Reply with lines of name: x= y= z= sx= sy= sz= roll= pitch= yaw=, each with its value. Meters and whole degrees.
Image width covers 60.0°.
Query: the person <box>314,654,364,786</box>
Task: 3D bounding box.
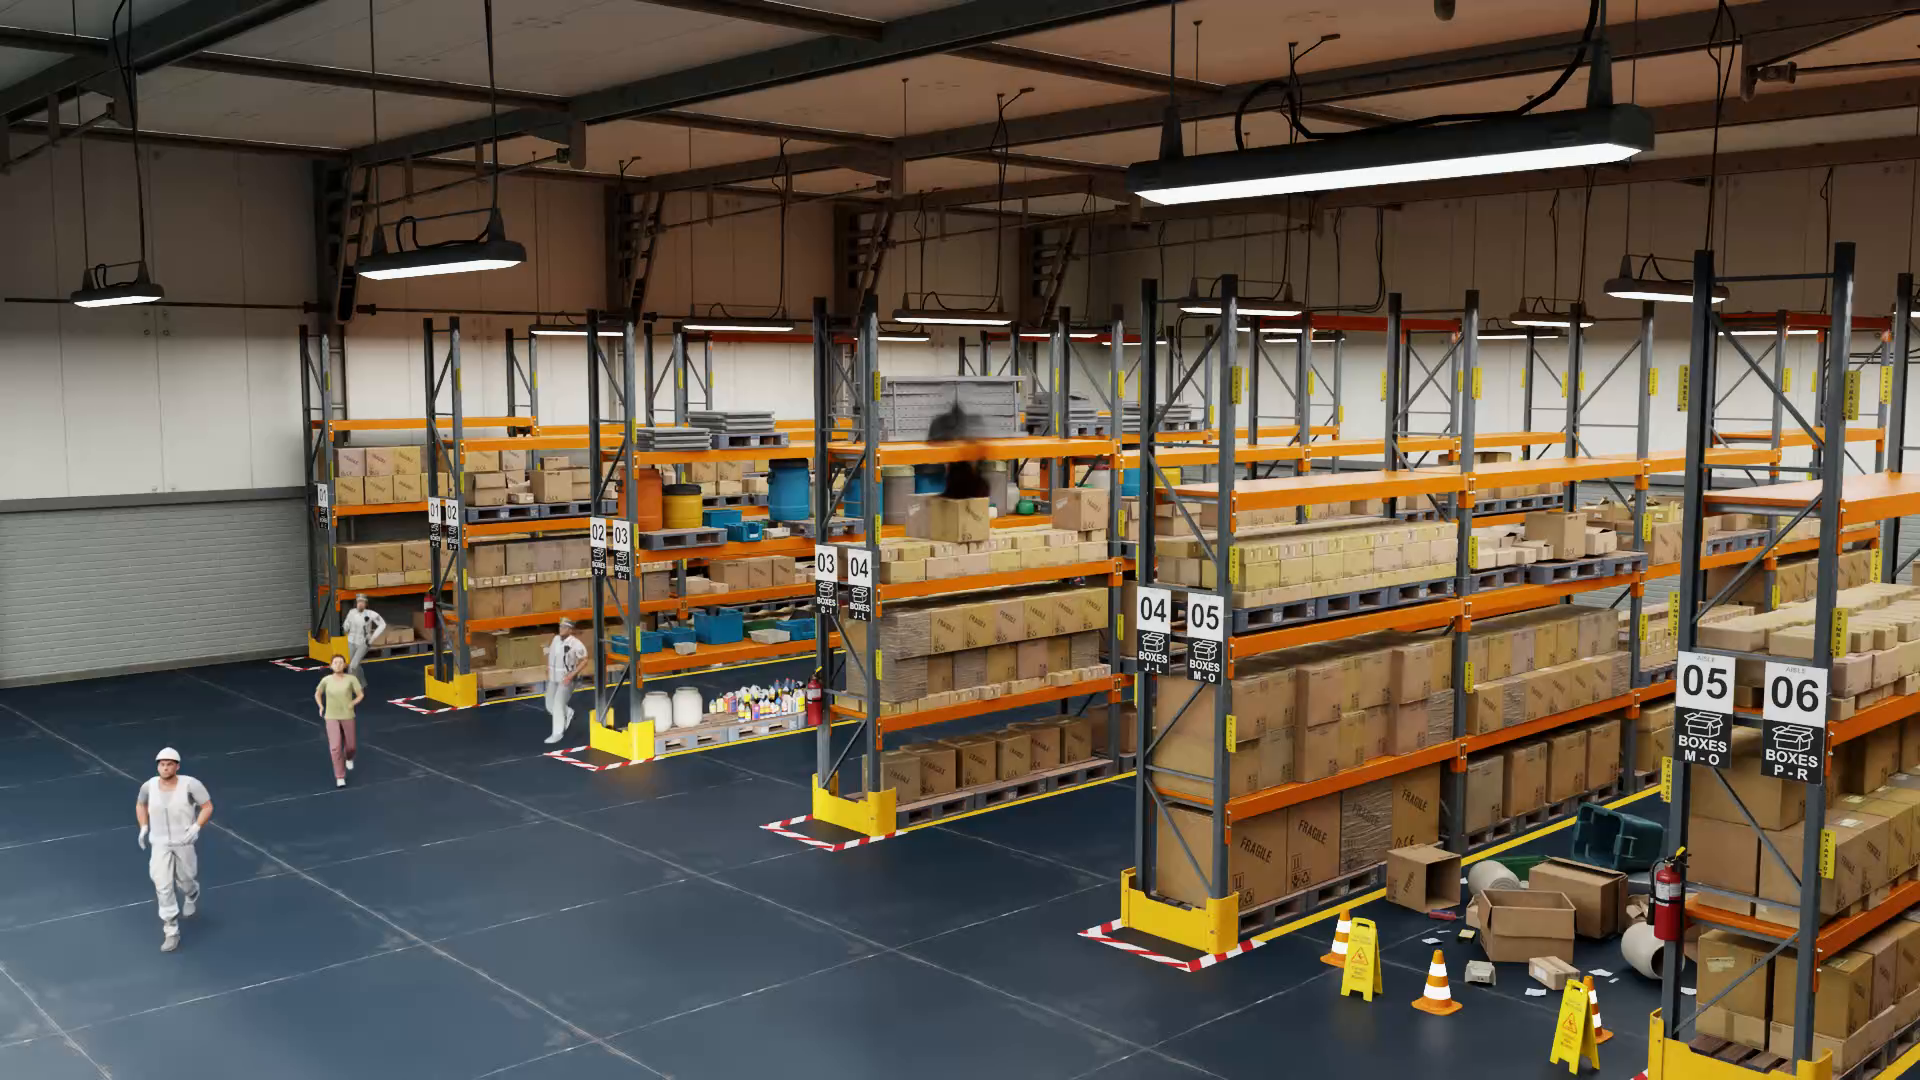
person: x=-7.813 y=2.240 z=20.942 sx=0.586 sy=1.628 sz=0.753 roll=-2 pitch=6 yaw=-18

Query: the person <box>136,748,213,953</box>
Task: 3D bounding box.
person: x=-7.162 y=2.762 z=15.175 sx=0.668 sy=1.786 sz=0.892 roll=-2 pitch=6 yaw=-15

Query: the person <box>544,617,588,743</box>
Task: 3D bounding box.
person: x=-5.541 y=1.954 z=23.422 sx=0.679 sy=1.780 sz=0.681 roll=3 pitch=6 yaw=27

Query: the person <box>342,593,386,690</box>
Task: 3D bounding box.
person: x=-9.498 y=1.678 z=26.438 sx=0.623 sy=1.710 sz=0.709 roll=2 pitch=6 yaw=17
